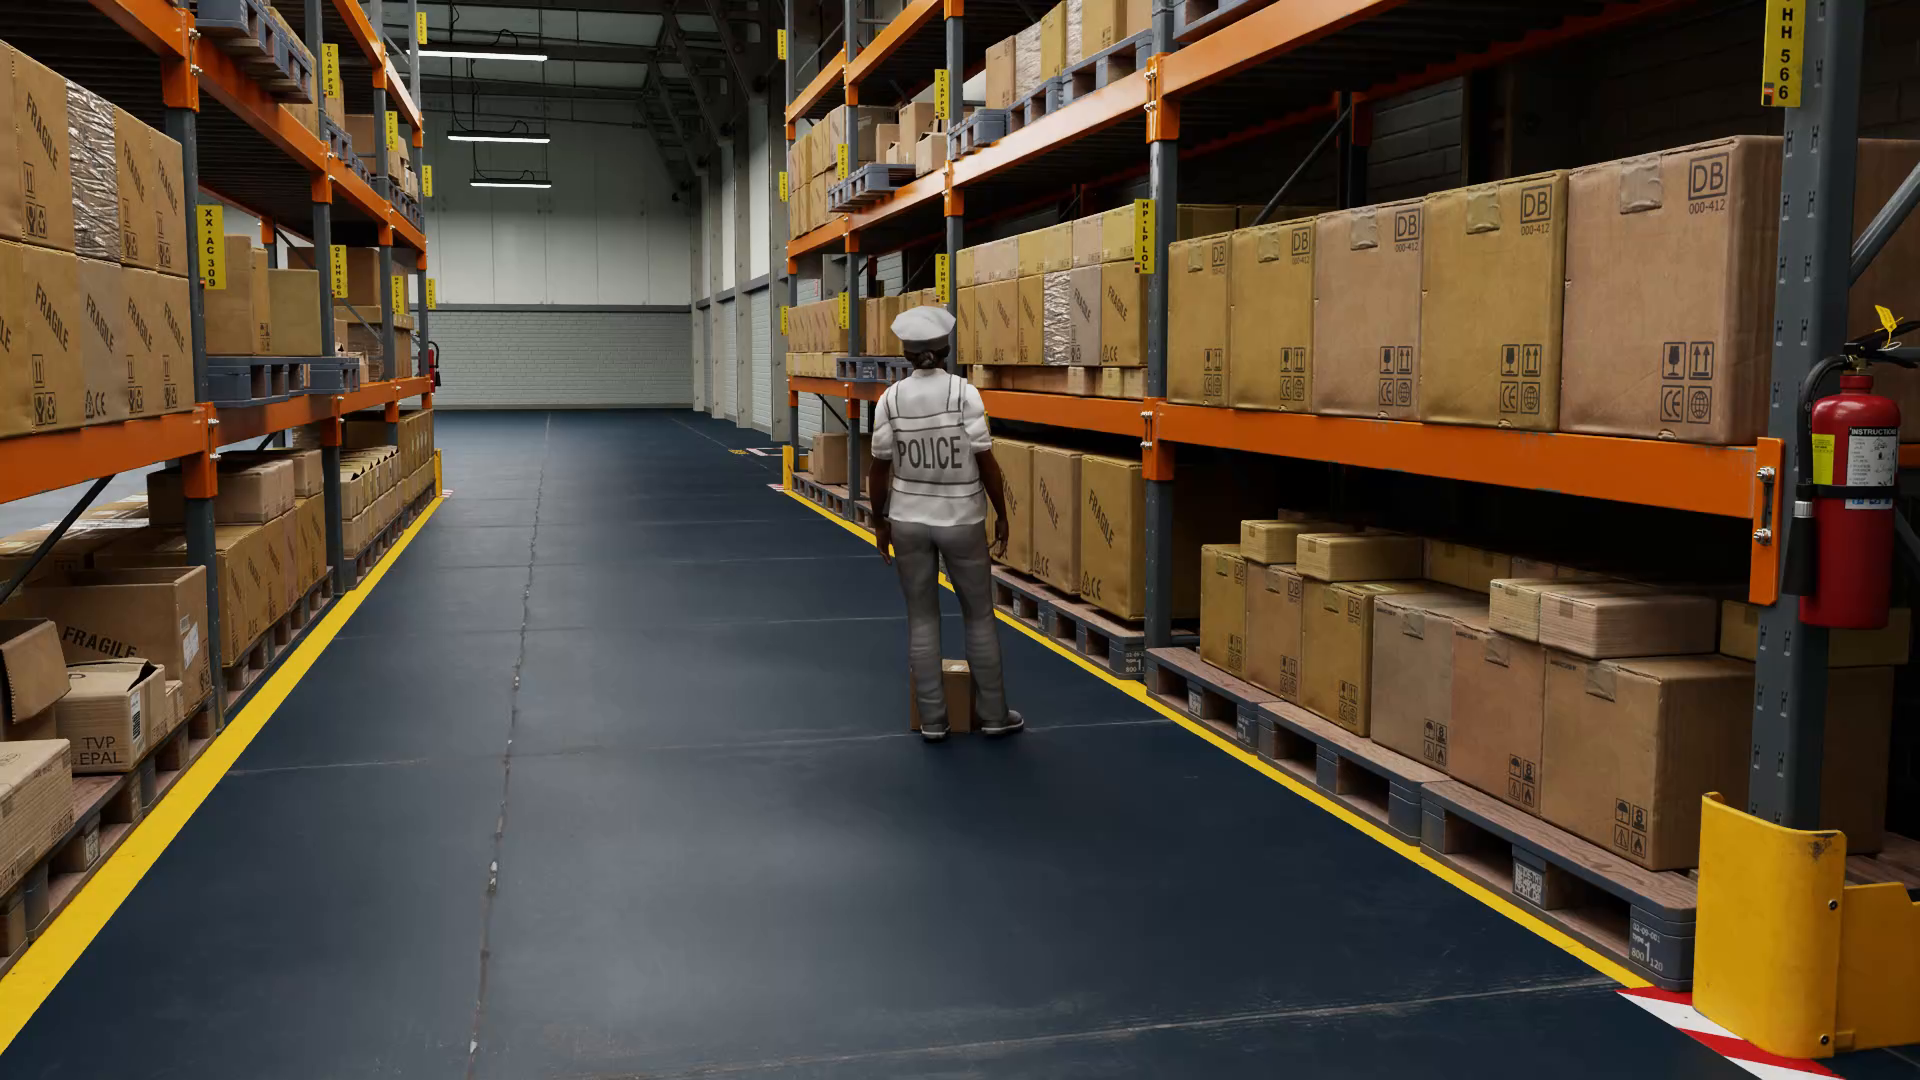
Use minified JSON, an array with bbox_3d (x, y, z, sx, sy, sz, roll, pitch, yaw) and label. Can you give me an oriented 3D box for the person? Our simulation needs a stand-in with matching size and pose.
[{"bbox_3d":[-0.057,-0.066,6.546,0.570,1.695,0.529,1,6,11],"label":"person"}]
